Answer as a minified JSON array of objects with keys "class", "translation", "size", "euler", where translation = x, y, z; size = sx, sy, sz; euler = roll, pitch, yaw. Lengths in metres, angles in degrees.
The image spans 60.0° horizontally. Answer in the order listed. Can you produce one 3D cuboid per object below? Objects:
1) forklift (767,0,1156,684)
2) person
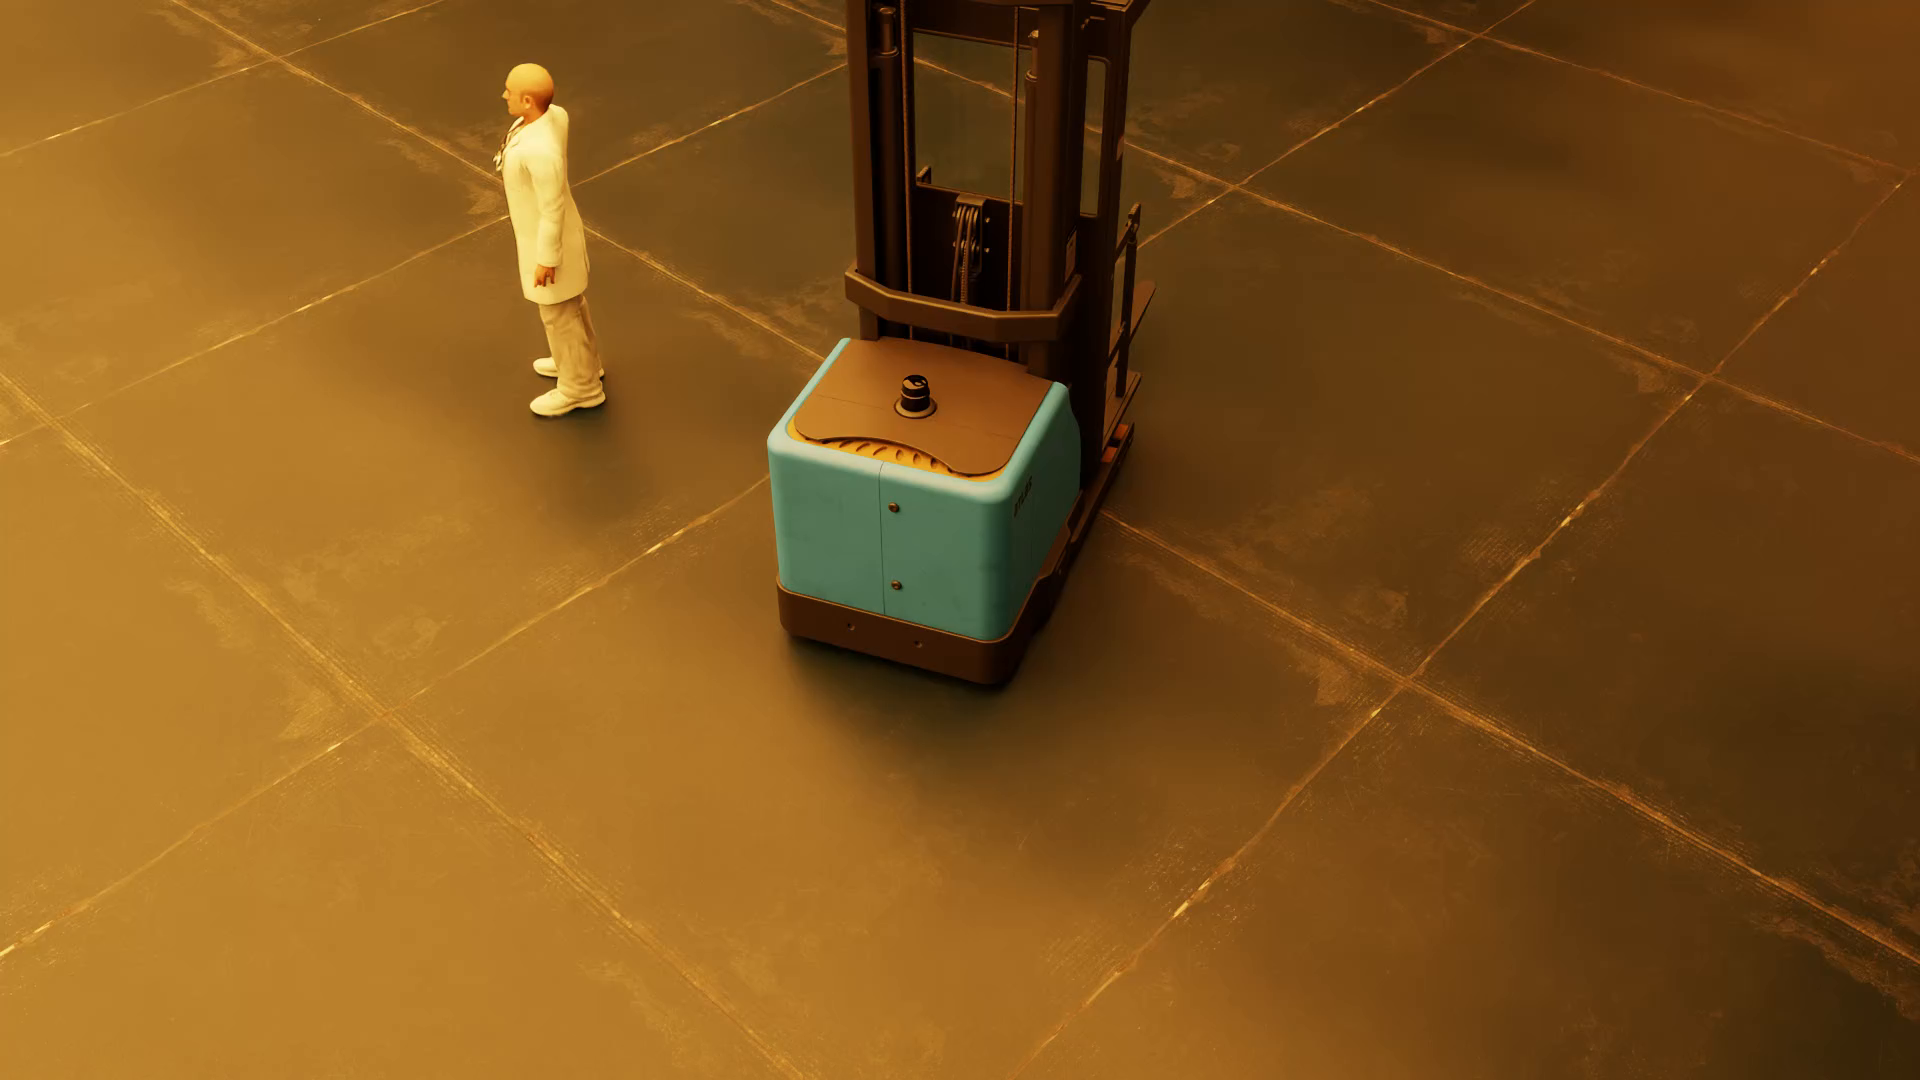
[{"class":"forklift","translation":[0.211,-1.484,7.158],"size":[1.130,2.935,3.031],"euler":[14,42,15]},{"class":"person","translation":[-2.003,-1.436,7.986],"size":[0.392,1.781,0.550],"euler":[-5,41,-6]}]
